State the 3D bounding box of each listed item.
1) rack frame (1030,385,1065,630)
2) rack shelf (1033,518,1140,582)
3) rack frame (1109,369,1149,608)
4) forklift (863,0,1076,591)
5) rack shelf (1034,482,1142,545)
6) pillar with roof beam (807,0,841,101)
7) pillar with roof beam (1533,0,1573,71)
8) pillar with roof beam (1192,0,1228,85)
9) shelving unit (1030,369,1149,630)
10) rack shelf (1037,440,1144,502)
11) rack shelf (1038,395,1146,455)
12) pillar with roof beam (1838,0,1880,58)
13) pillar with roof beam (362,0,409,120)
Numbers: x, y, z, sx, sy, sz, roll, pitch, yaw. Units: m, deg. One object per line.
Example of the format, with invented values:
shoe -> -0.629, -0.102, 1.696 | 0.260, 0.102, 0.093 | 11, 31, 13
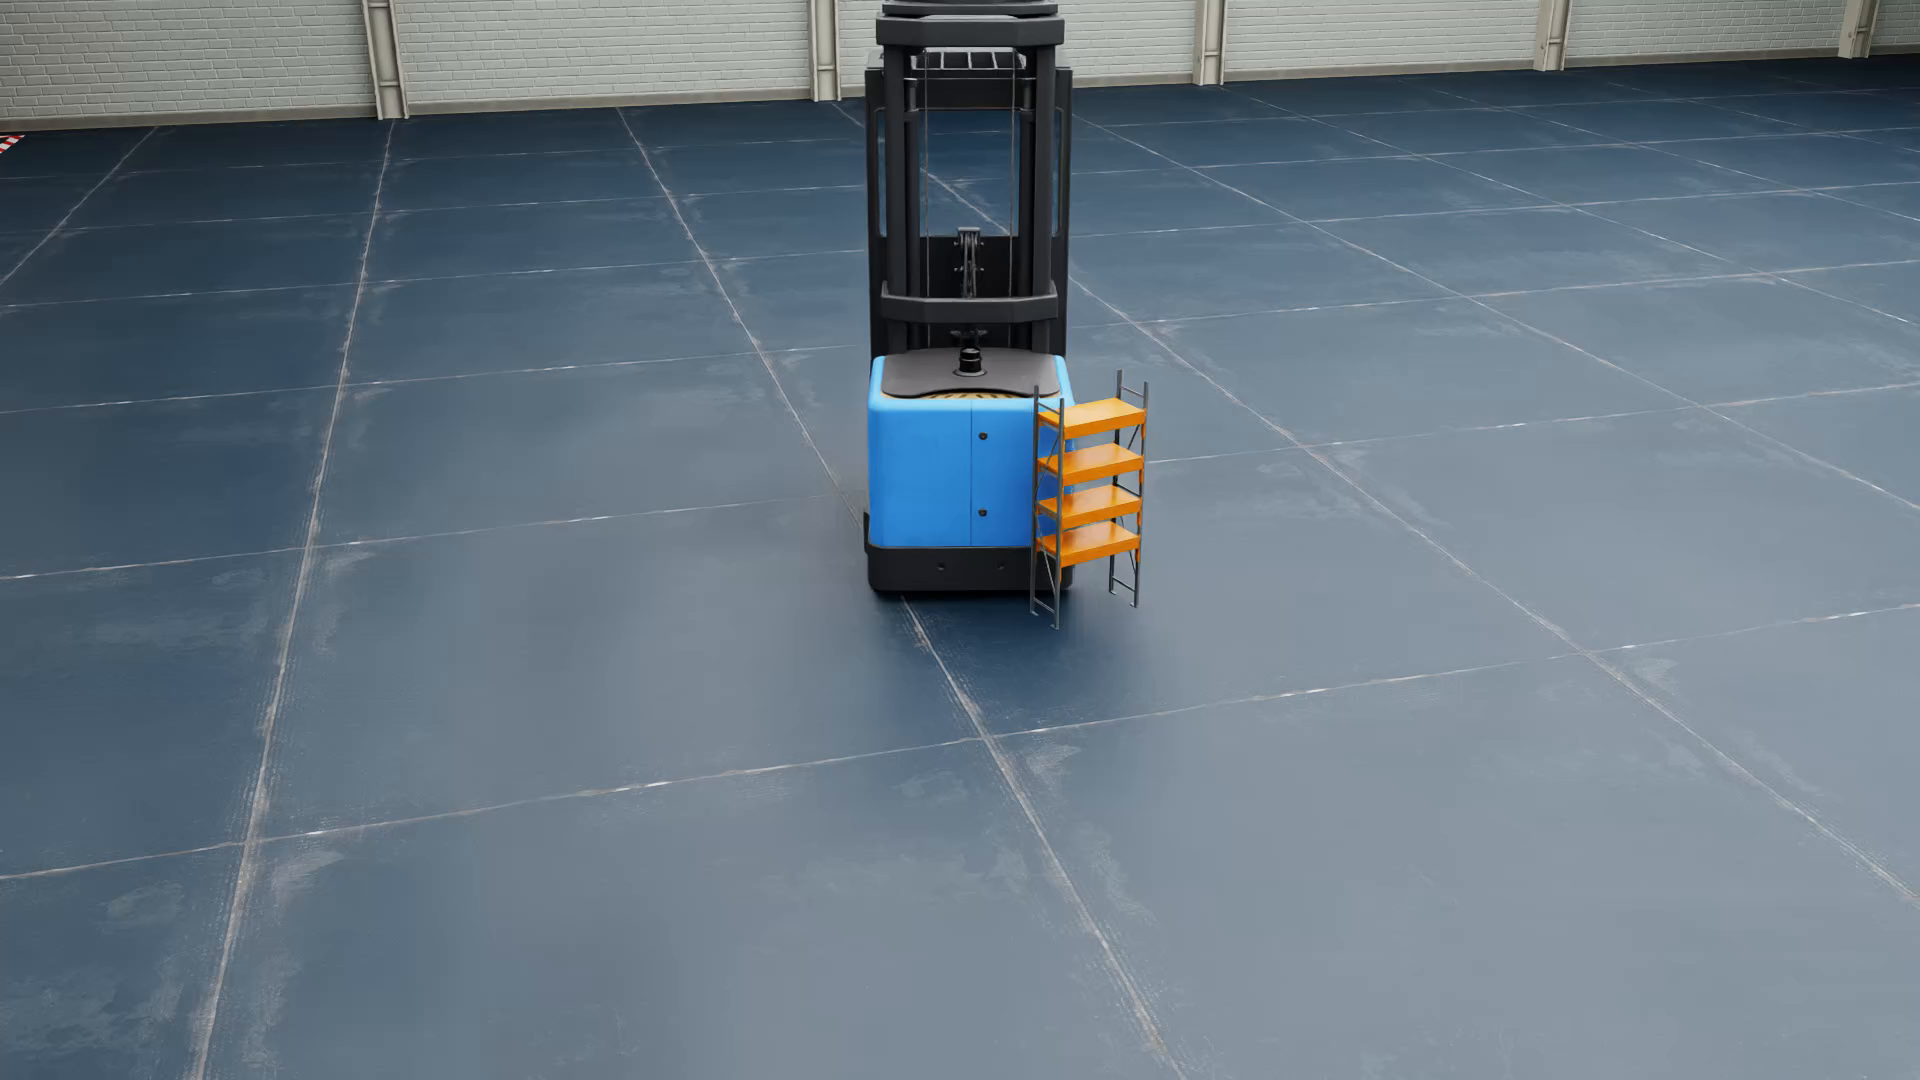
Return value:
rack frame -> 0.420, -0.148, 8.072 | 0.015, 1.200, 0.240 | -13, 27, -28
rack shelf -> 0.630, 0.047, 8.292 | 0.480, 0.148, 0.258 | -13, 27, -28
rack frame -> 0.839, -0.246, 8.302 | 0.015, 1.200, 0.240 | -13, 27, -28
forklift -> 0.044, -1.620, 9.308 | 1.130, 2.935, 3.031 | 0, 23, 0
rack shelf -> 0.630, -0.135, 8.214 | 0.480, 0.148, 0.258 | -13, 27, -28
pillar with roof beam -> -0.790, -8.912, 18.607 | 0.400, 9.000, 9.100 | -6, 24, -14
pillar with roof beam -> 10.764, -10.190, 21.586 | 0.400, 9.000, 9.100 | -6, 24, -14
pillar with roof beam -> 4.987, -9.551, 20.097 | 0.400, 9.000, 9.100 | -6, 24, -14
shelving unit -> 0.630, -0.197, 8.187 | 0.503, 1.200, 0.258 | -13, 27, -28
rack shelf -> 0.630, -0.341, 8.126 | 0.480, 0.148, 0.258 | -13, 27, -28
rack shelf -> 0.630, -0.558, 8.032 | 0.480, 0.148, 0.258 | -13, 27, -28
pillar with roof beam -> 16.541, -10.829, 23.075 | 0.400, 9.000, 9.100 | -6, 24, -14
pillar with roof beam -> -6.567, -8.273, 17.118 | 0.400, 9.000, 9.100 | -6, 24, -14
